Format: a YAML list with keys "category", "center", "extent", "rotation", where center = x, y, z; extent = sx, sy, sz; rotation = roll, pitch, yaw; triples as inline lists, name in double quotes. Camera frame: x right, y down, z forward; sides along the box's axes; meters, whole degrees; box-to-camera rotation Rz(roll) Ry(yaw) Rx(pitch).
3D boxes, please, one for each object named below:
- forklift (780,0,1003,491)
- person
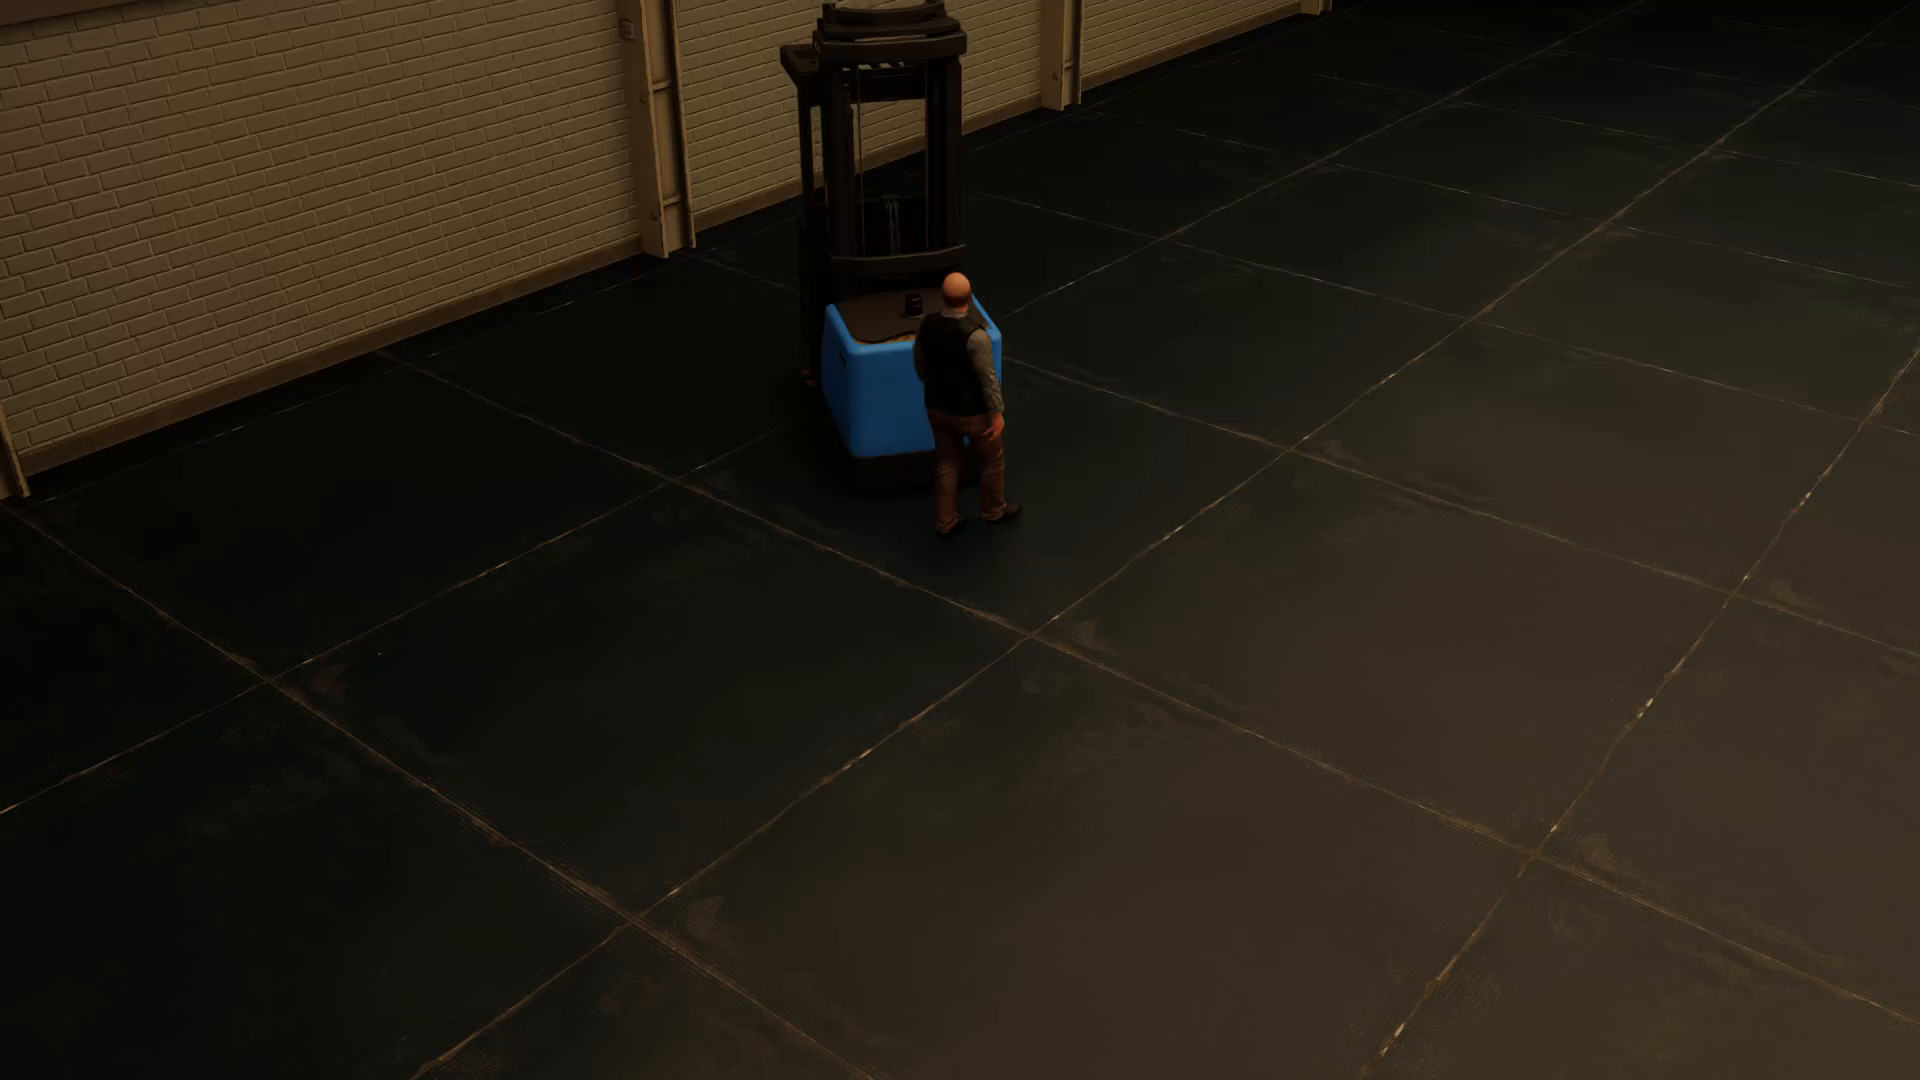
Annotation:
- category: "forklift"
  center: [-0.590, -2.321, 11.567]
  extent: [1.130, 2.935, 3.031]
  rotation: [-8, 31, -13]
- category: "person"
  center: [0.041, -0.860, 10.293]
  extent: [0.692, 1.712, 0.602]
  rotation: [18, 35, 28]
